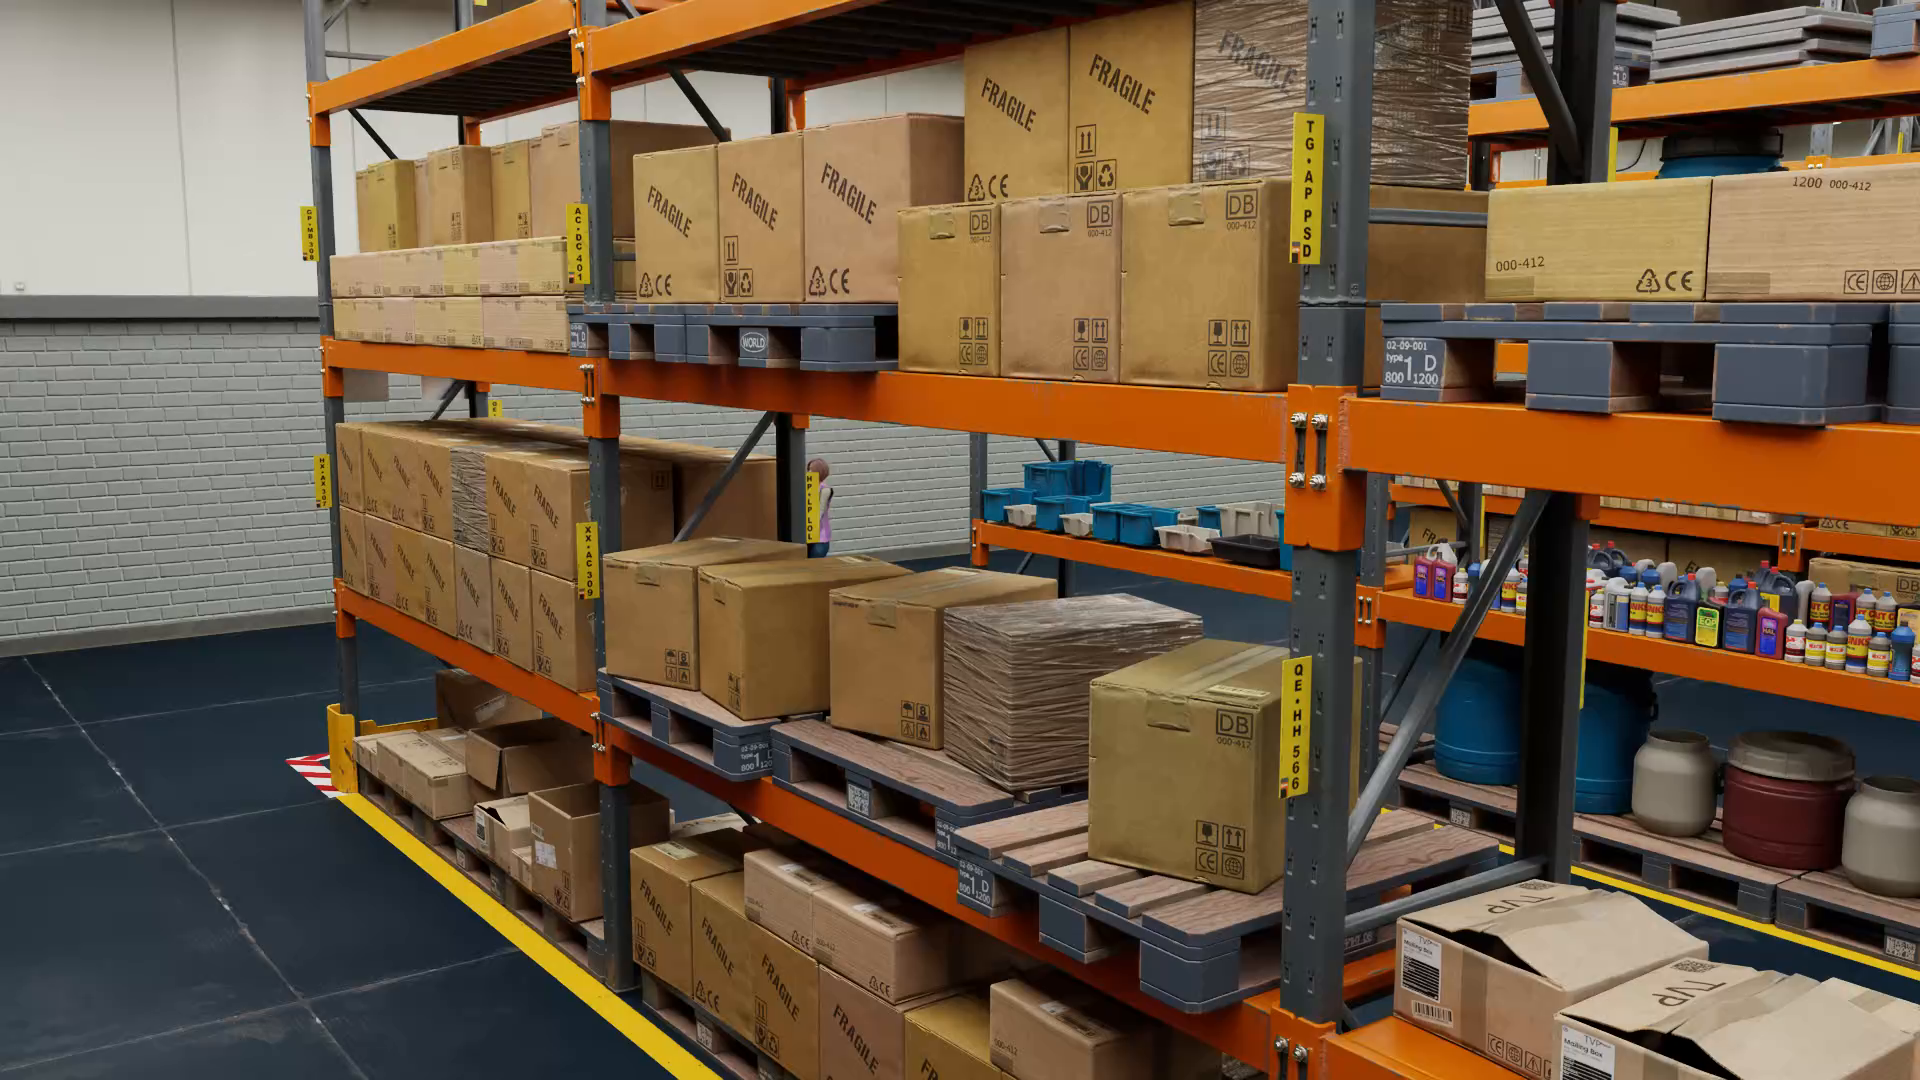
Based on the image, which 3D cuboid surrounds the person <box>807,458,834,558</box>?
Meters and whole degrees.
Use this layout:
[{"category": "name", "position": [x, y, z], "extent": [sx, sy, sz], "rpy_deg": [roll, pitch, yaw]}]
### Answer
[{"category": "person", "position": [-1.440, 0.032, 15.612], "extent": [0.482, 1.596, 0.410], "rpy_deg": [-6, 10, -36]}]
